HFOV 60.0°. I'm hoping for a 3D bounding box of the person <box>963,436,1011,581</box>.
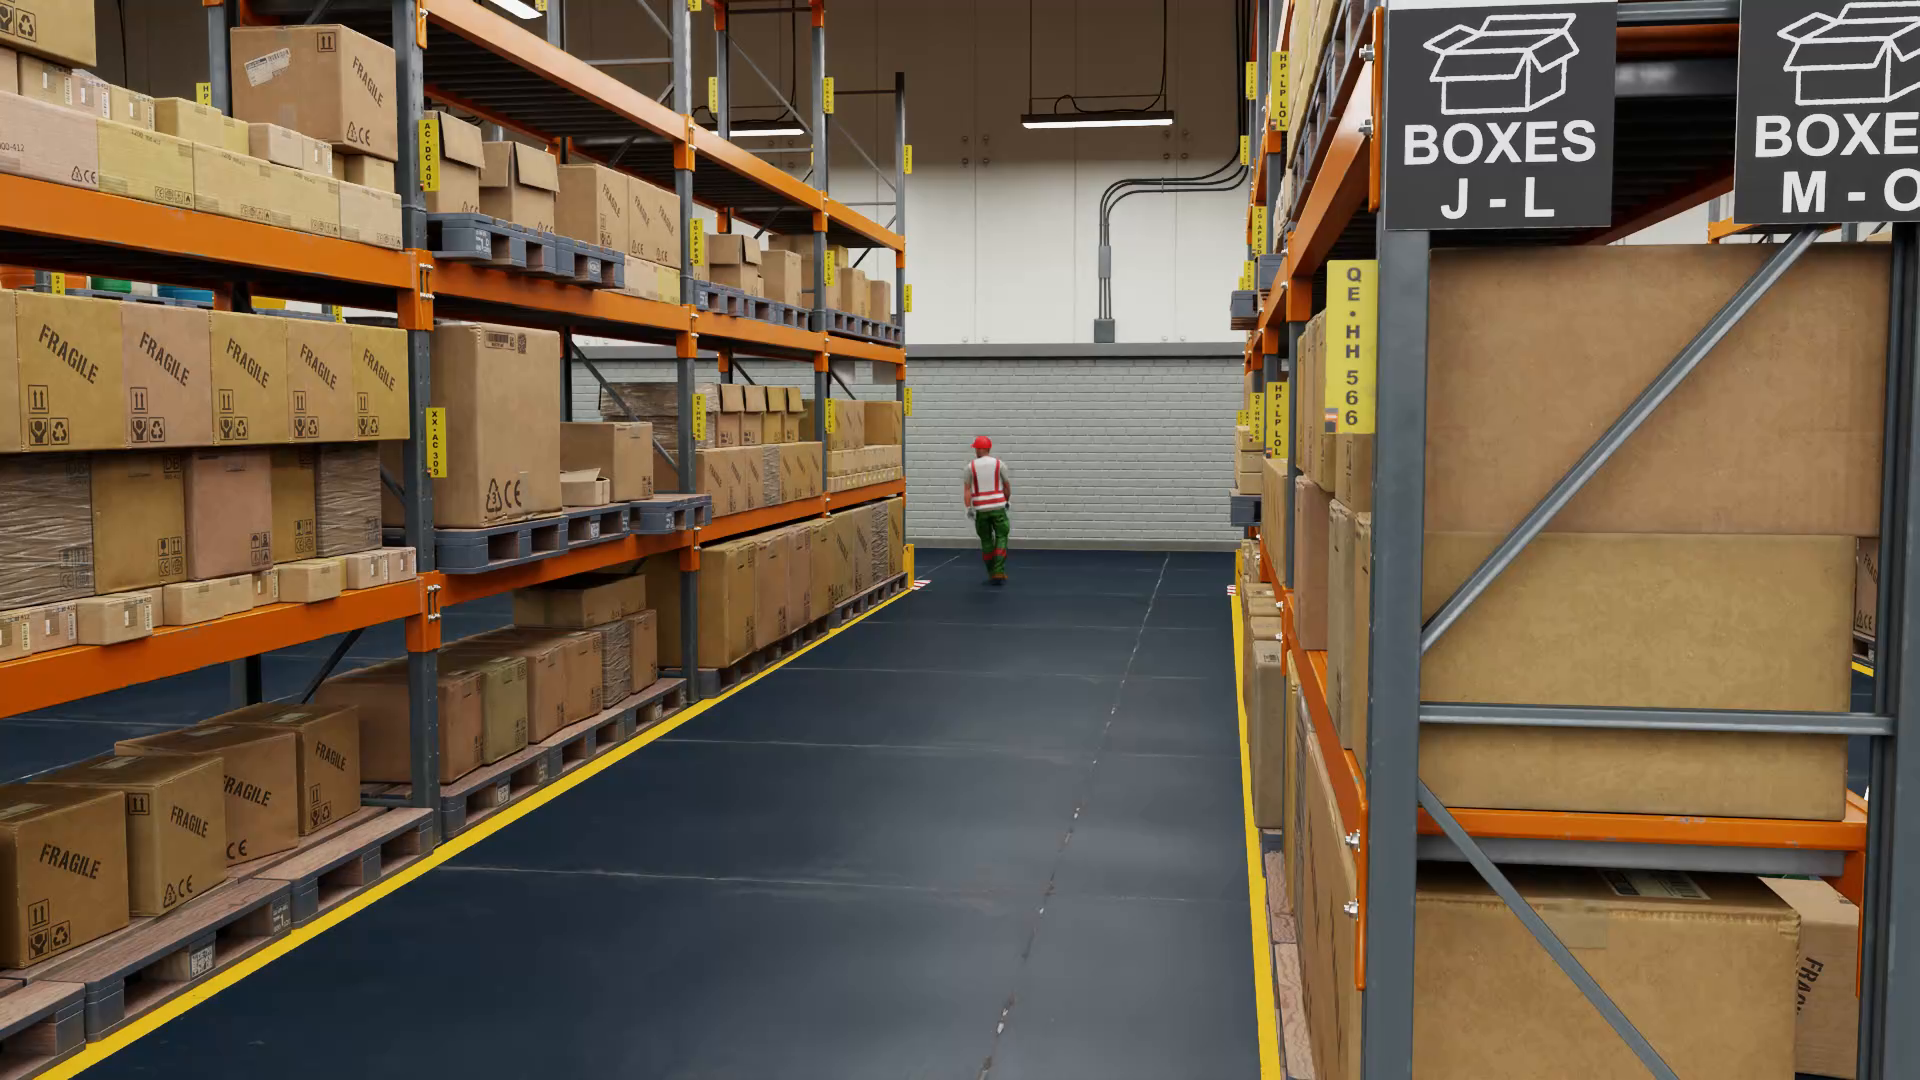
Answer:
[{"bbox_3d":[0.332,-0.371,20.181,0.566,1.788,0.599,0,4,4],"label":"person"}]
